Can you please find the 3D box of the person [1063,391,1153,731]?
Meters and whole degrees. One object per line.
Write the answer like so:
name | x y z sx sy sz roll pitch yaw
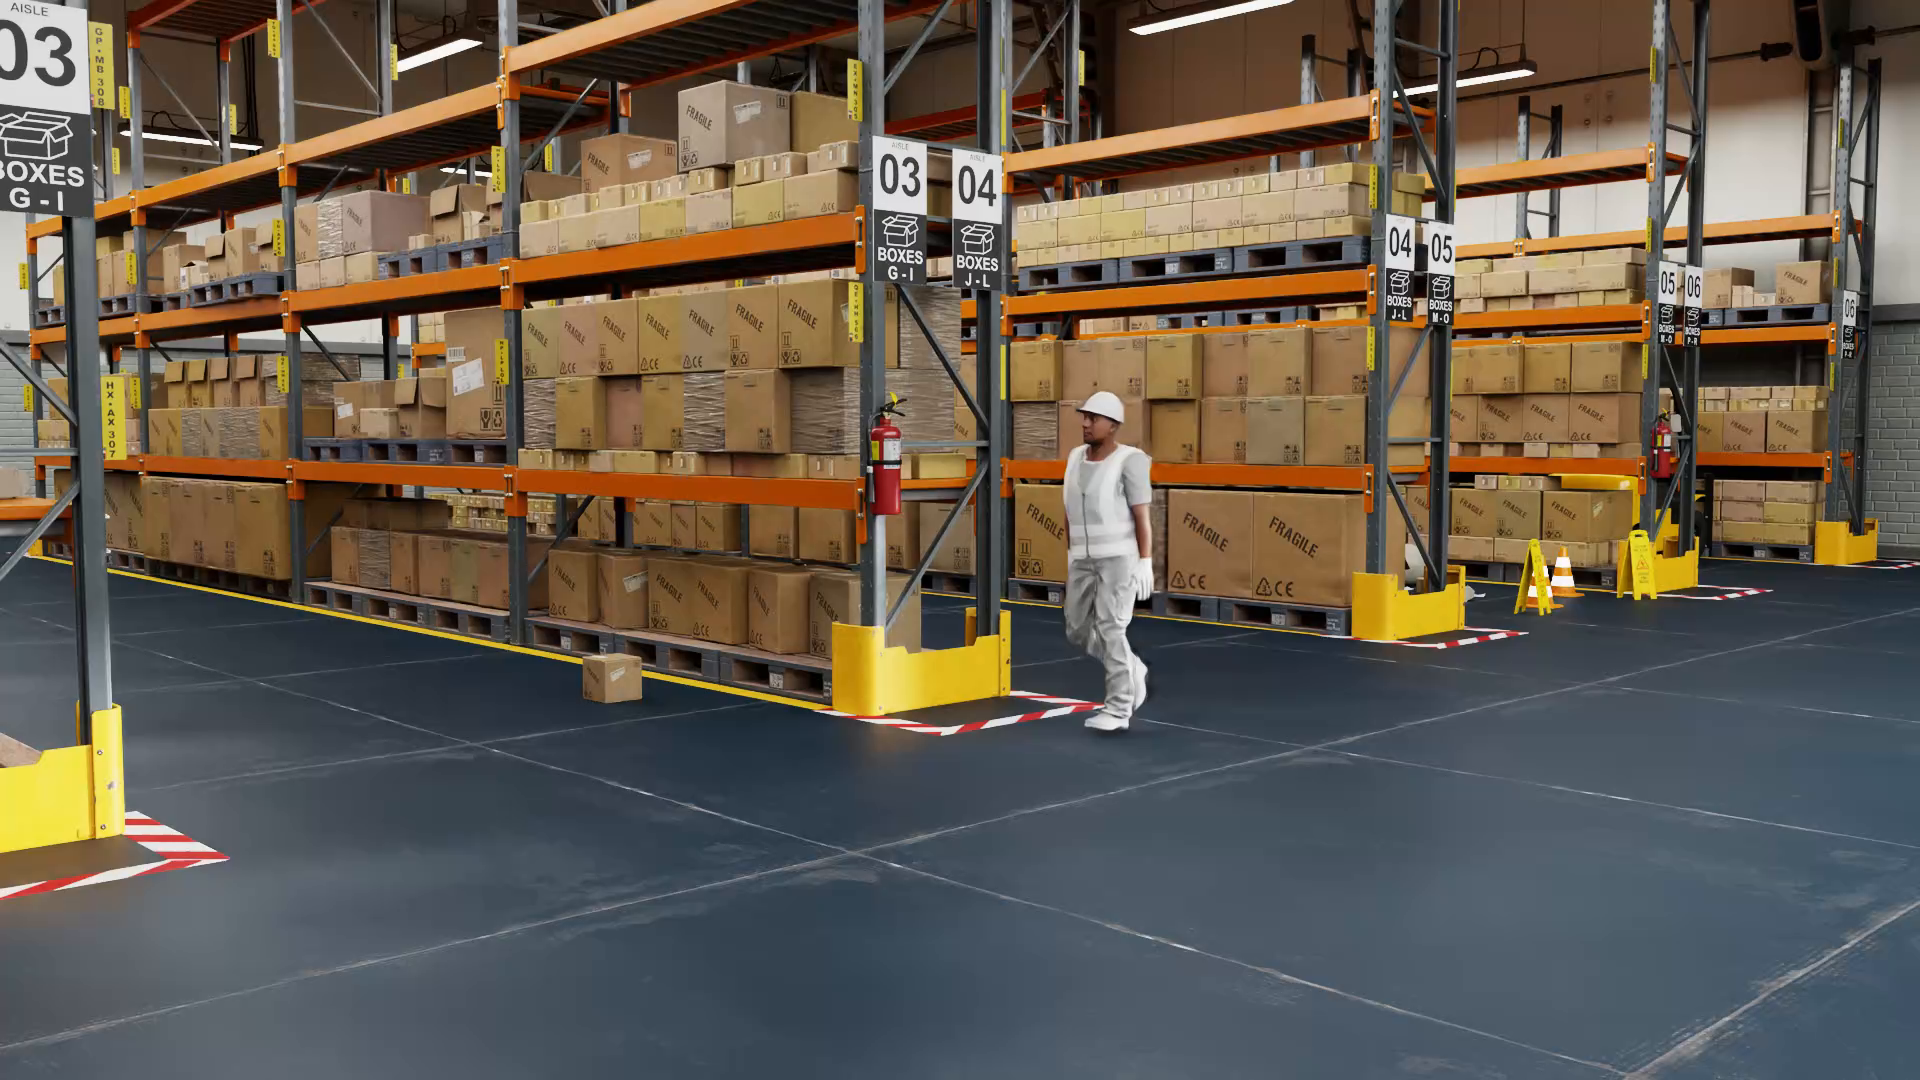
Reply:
person | 0.824 0.103 8.813 0.632 1.771 0.619 -4 5 -44
